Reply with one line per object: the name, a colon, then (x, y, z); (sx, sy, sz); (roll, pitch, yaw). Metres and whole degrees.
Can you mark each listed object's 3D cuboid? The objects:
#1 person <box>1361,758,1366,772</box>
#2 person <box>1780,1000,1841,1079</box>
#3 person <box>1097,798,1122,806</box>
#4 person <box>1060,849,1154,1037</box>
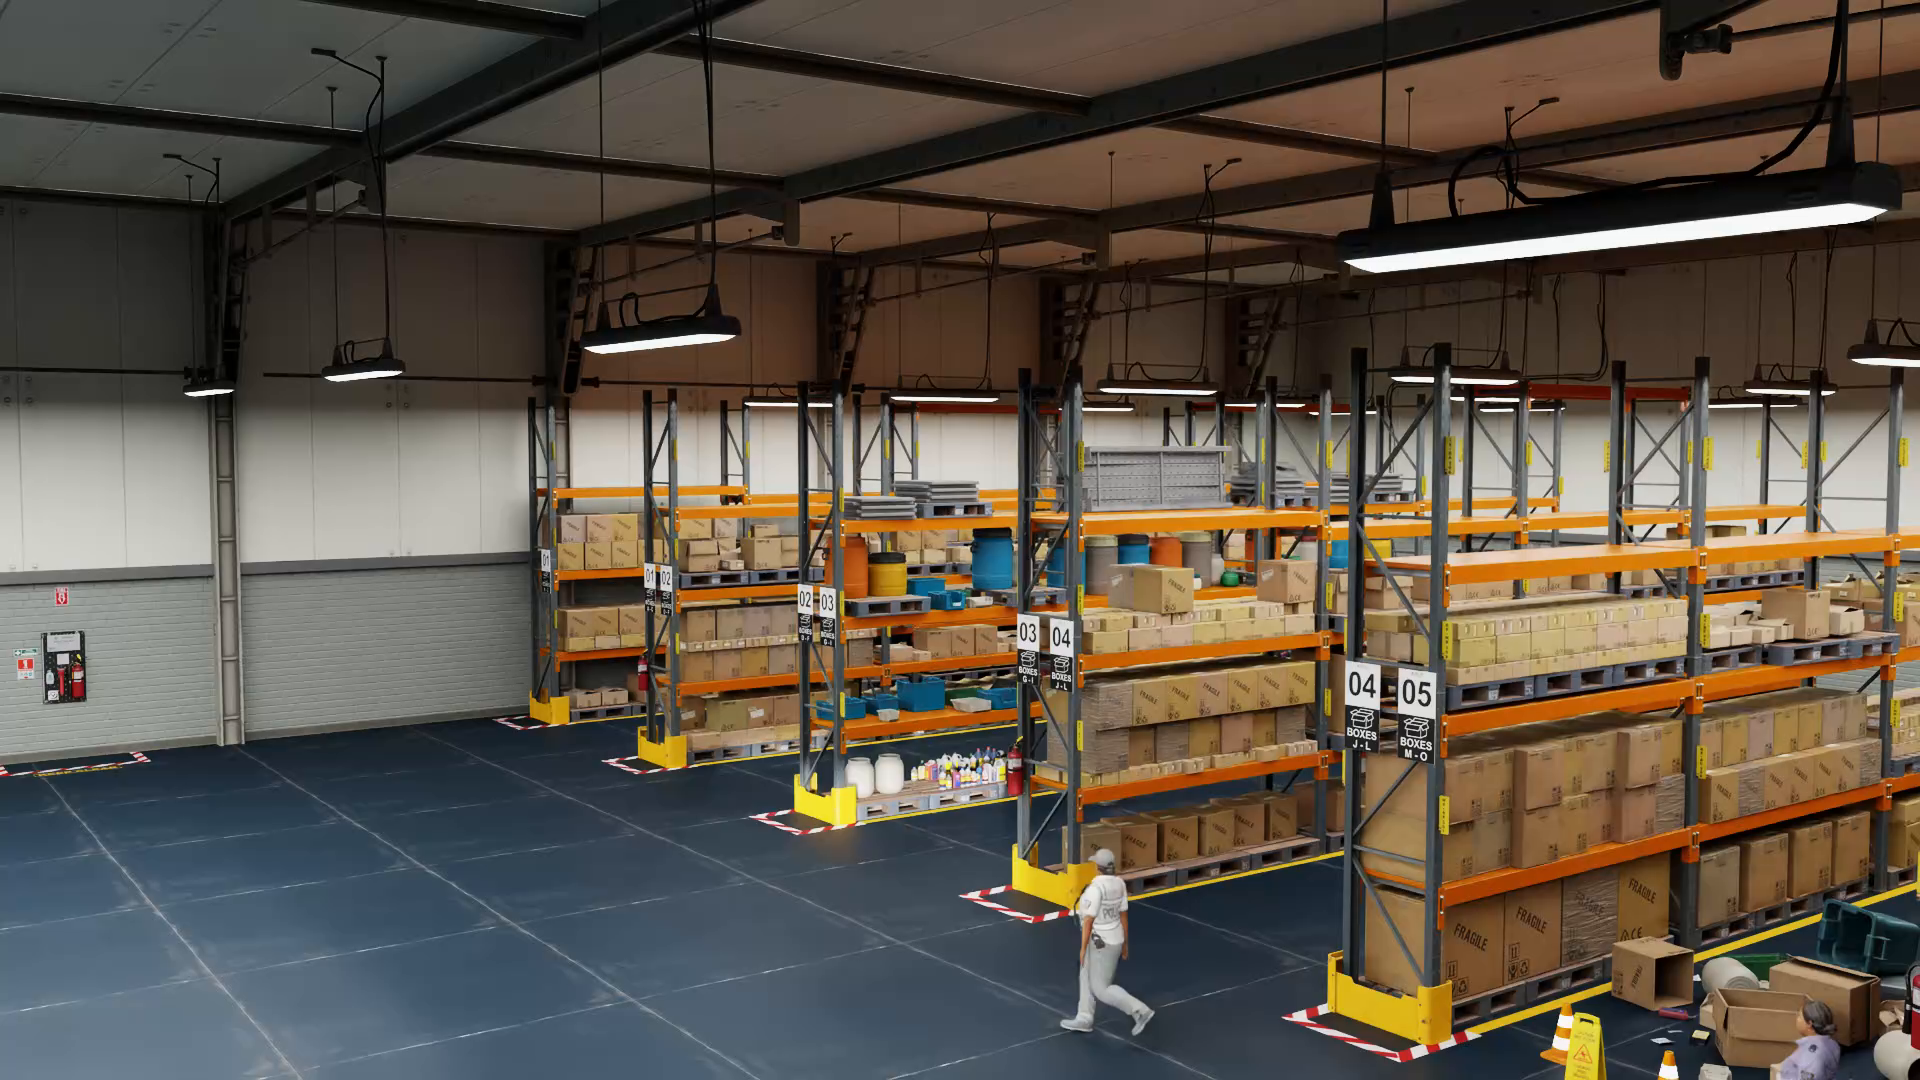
person: (5.879, 2.899, 24.322); (0.451, 1.668, 0.493); (1, 4, 21)
person: (5.340, 3.707, 10.459); (0.470, 1.644, 0.501); (2, 4, 24)
person: (2.184, 2.865, 23.759); (0.390, 1.784, 0.650); (1, 3, 13)
person: (1.273, 3.487, 14.400); (0.838, 1.636, 0.479); (1, 3, 9)
